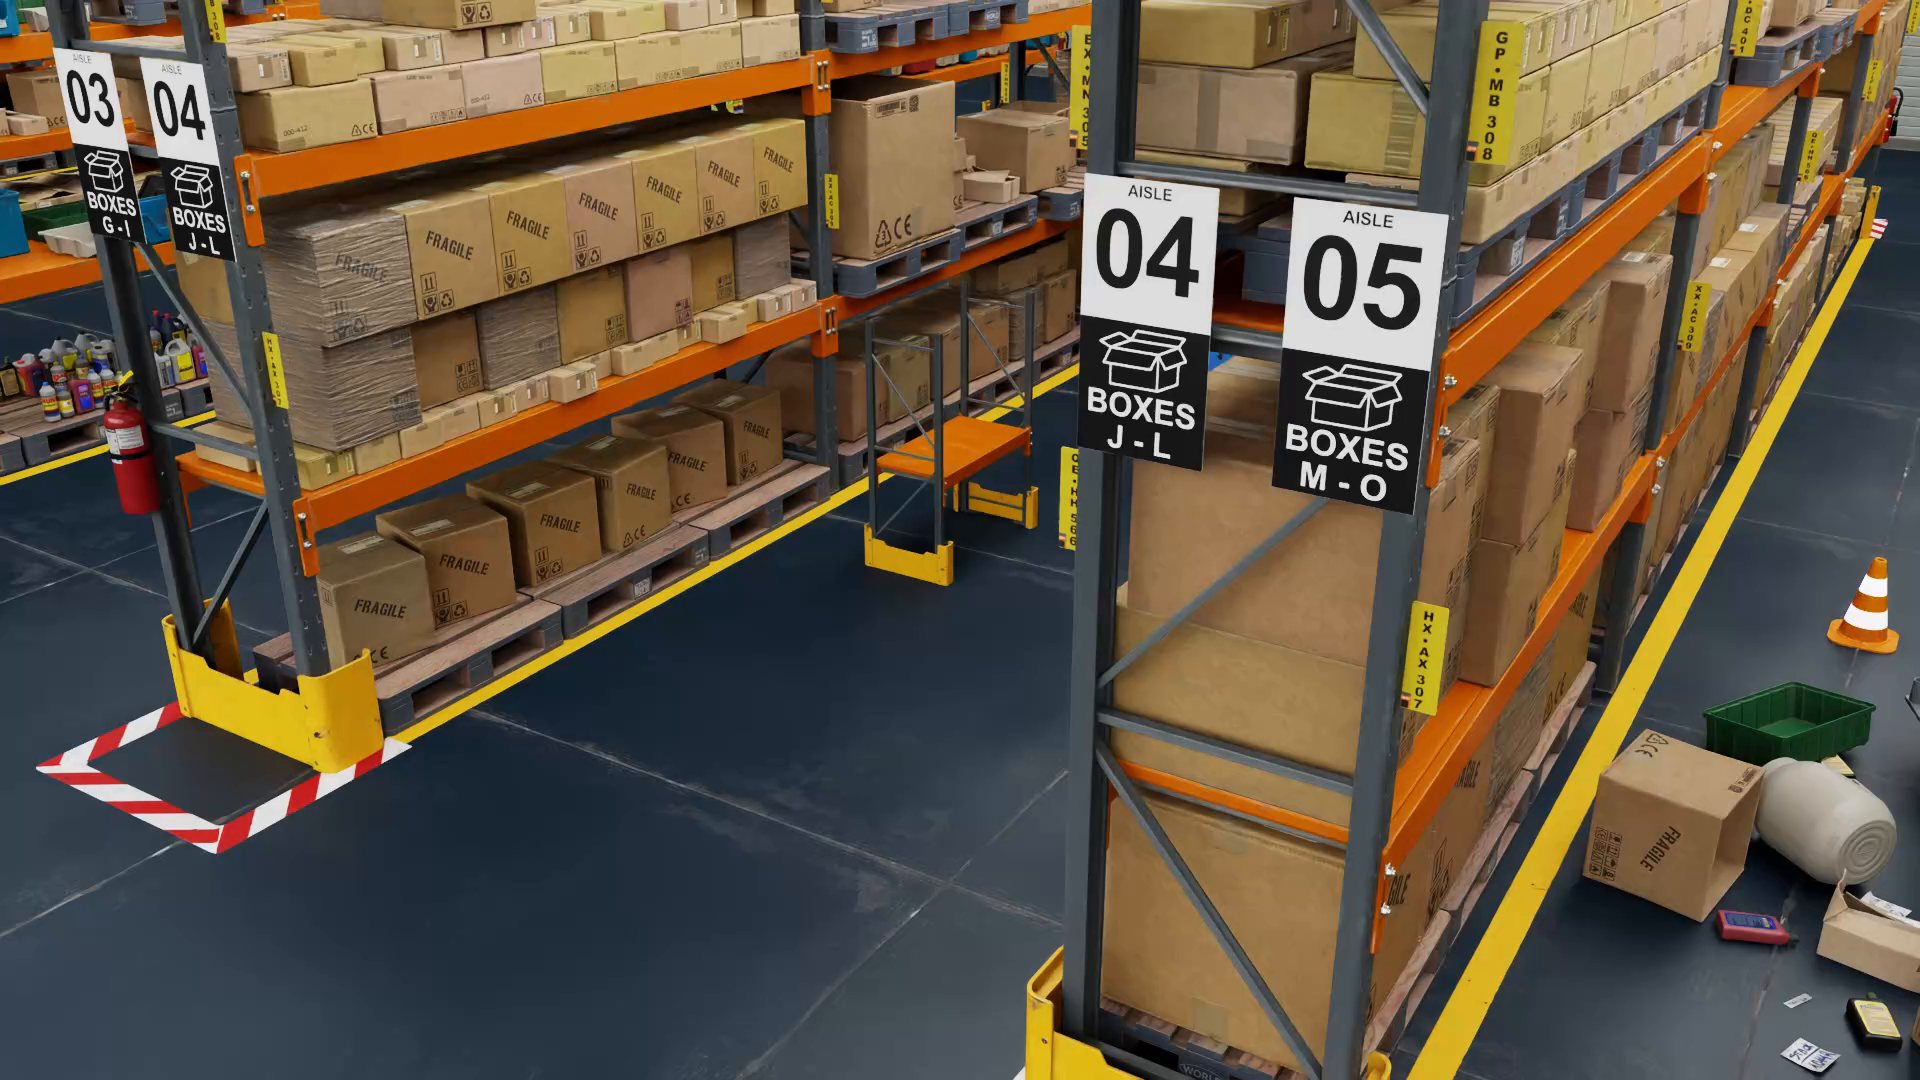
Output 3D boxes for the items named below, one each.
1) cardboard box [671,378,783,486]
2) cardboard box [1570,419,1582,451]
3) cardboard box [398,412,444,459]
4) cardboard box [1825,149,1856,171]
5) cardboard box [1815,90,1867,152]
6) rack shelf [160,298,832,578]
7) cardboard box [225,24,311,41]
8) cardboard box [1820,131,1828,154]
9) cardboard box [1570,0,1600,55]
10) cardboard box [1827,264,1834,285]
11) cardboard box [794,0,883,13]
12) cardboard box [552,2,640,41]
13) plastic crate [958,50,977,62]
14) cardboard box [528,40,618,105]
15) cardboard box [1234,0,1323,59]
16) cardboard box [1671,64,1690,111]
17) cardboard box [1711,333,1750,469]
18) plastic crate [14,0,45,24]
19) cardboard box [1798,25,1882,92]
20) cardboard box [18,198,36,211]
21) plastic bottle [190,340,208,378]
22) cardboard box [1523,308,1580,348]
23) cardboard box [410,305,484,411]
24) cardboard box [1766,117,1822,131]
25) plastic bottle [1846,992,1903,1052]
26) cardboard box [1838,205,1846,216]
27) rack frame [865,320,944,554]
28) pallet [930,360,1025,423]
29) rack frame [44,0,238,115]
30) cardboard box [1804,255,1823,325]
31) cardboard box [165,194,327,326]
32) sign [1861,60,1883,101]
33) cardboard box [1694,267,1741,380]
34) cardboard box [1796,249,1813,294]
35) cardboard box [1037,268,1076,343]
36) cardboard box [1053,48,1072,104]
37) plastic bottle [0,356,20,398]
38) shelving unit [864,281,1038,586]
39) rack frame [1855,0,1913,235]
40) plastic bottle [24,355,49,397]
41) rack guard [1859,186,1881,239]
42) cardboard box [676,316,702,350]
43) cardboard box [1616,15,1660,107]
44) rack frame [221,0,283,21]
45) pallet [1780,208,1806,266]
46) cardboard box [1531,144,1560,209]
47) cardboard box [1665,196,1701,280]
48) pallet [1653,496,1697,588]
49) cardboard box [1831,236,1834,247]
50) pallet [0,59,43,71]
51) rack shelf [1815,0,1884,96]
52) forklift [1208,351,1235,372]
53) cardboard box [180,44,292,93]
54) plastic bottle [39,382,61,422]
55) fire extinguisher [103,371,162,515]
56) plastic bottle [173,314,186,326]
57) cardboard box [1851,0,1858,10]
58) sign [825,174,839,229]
[{"bbox_3d":[-1.497,-0.703,10.717,0.500,0.500,0.500,13,27,27],"label":"cardboard box"},{"bbox_3d":[2.069,-0.305,6.989,0.875,0.550,0.550,14,27,29],"label":"cardboard box"},{"bbox_3d":[-2.716,-0.527,8.007,0.380,0.149,0.250,14,27,29],"label":"cardboard box"},{"bbox_3d":[7.556,-3.323,14.466,0.380,0.149,0.250,15,28,31],"label":"cardboard box"},{"bbox_3d":[7.604,-3.708,14.538,0.500,0.500,0.500,13,27,28],"label":"cardboard box"},{"bbox_3d":[-2.307,-0.779,9.180,1.077,0.370,4.000,14,27,29],"label":"rack shelf"},{"bbox_3d":[-3.192,-2.263,7.612,0.380,0.149,0.250,13,26,27],"label":"cardboard box"},{"bbox_3d":[6.675,-3.184,13.241,0.380,0.149,0.250,13,27,27],"label":"cardboard box"},{"bbox_3d":[1.647,-1.528,4.887,0.380,0.149,0.250,14,27,30],"label":"cardboard box"},{"bbox_3d":[7.734,-2.441,15.172,0.380,0.149,0.250,15,27,30],"label":"cardboard box"},{"bbox_3d":[-0.920,-3.539,10.215,0.797,0.503,0.637,12,26,26],"label":"cardboard box"},{"bbox_3d":[-1.868,-2.659,8.527,0.380,0.149,0.250,15,28,31],"label":"cardboard box"},{"bbox_3d":[0.005,-6.076,20.645,0.416,0.233,0.300,14,27,29],"label":"plastic crate"},{"bbox_3d":[-2.086,-2.369,8.359,0.500,0.250,0.500,15,27,30],"label":"cardboard box"},{"bbox_3d":[0.821,-1.495,4.811,0.380,0.149,0.250,14,27,29],"label":"cardboard box"},{"bbox_3d":[2.586,-1.762,6.430,0.380,0.149,0.250,14,27,29],"label":"cardboard box"},{"bbox_3d":[4.621,-1.034,11.167,1.050,0.750,0.750,13,27,28],"label":"cardboard box"},{"bbox_3d":[-6.523,-3.626,11.341,0.336,0.188,0.450,14,27,29],"label":"plastic crate"},{"bbox_3d":[7.574,-4.153,14.309,0.500,0.500,0.500,15,27,30],"label":"cardboard box"},{"bbox_3d":[-9.236,-3.137,15.947,0.500,0.311,0.500,14,27,29],"label":"cardboard box"},{"bbox_3d":[-5.706,-1.371,12.507,0.061,0.283,0.133,16,28,32],"label":"plastic bottle"},{"bbox_3d":[1.819,-0.614,6.344,0.875,0.550,0.500,14,27,29],"label":"cardboard box"},{"bbox_3d":[-2.886,-0.990,8.262,0.875,0.500,0.500,14,27,29],"label":"cardboard box"},{"bbox_3d":[6.395,-3.145,12.778,0.380,0.149,0.250,13,26,27],"label":"cardboard box"},{"bbox_3d":[3.348,1.759,6.110,0.133,0.061,0.283,5,24,11],"label":"plastic bottle"},{"bbox_3d":[8.333,-3.163,16.092,0.380,0.149,0.250,14,27,29],"label":"cardboard box"},{"bbox_3d":[-0.313,-0.488,9.489,0.500,1.500,0.032,14,27,29],"label":"rack frame"},{"bbox_3d":[-0.199,-1.181,12.713,1.003,0.211,1.213,14,27,29],"label":"pallet"},{"bbox_3d":[-3.362,-3.187,6.285,1.000,3.000,0.127,14,27,29],"label":"rack frame"},{"bbox_3d":[6.952,-2.154,14.067,0.500,0.500,0.500,13,27,28],"label":"cardboard box"},{"bbox_3d":[-3.281,-1.313,7.748,0.500,0.500,0.500,14,27,29],"label":"cardboard box"},{"bbox_3d":[7.602,-3.827,13.857,0.100,0.325,0.005,14,27,29],"label":"sign"},{"bbox_3d":[3.947,-1.216,9.158,0.500,0.500,0.500,14,27,29],"label":"cardboard box"},{"bbox_3d":[6.401,-2.144,13.101,0.500,0.250,0.500,13,26,27],"label":"cardboard box"},{"bbox_3d":[0.522,-1.959,13.592,0.700,0.500,0.500,12,26,26],"label":"cardboard box"},{"bbox_3d":[1.258,-3.884,14.057,0.797,0.503,0.637,15,28,31],"label":"cardboard box"},{"bbox_3d":[-6.927,-1.182,12.071,0.061,0.283,0.133,15,27,30],"label":"plastic bottle"},{"bbox_3d":[-0.040,-0.663,9.893,0.587,1.500,1.083,14,27,29],"label":"shelving unit"},{"bbox_3d":[9.239,-4.761,17.472,1.000,3.000,0.127,14,27,29],"label":"rack frame"},{"bbox_3d":[-6.726,-1.196,12.103,0.061,0.283,0.133,14,27,29],"label":"plastic bottle"},{"bbox_3d":[9.199,-3.588,17.909,1.175,0.500,0.348,14,27,29],"label":"rack guard"},{"bbox_3d":[-1.719,-1.216,9.600,0.380,0.149,0.250,14,27,29],"label":"cardboard box"},{"bbox_3d":[2.069,-1.664,5.702,0.500,0.250,0.500,14,27,29],"label":"cardboard box"},{"bbox_3d":[-5.459,-2.822,12.993,1.000,3.000,0.127,14,27,29],"label":"rack frame"},{"bbox_3d":[5.304,-2.236,11.880,1.213,0.211,1.003,14,27,29],"label":"pallet"},{"bbox_3d":[1.519,-1.080,4.854,0.380,0.149,0.250,14,27,29],"label":"cardboard box"},{"bbox_3d":[3.435,-1.558,8.689,0.700,0.500,0.500,13,27,28],"label":"cardboard box"},{"bbox_3d":[3.895,-0.121,10.263,1.003,0.211,1.213,14,27,29],"label":"pallet"},{"bbox_3d":[8.057,-2.859,15.765,0.380,0.149,0.250,15,28,31],"label":"cardboard box"},{"bbox_3d":[-12.051,-5.897,20.339,1.213,0.211,1.003,14,27,29],"label":"pallet"},{"bbox_3d":[6.074,-3.782,12.341,1.077,0.370,4.000,14,27,29],"label":"rack shelf"},{"bbox_3d":[2.948,-2.016,11.216,3.031,2.935,1.130,-13,27,-27],"label":"forklift"},{"bbox_3d":[-3.020,-1.969,6.935,0.380,0.149,0.250,14,27,29],"label":"cardboard box"},{"bbox_3d":[-6.348,-0.969,11.592,0.097,0.271,0.097,0,23,0],"label":"plastic bottle"},{"bbox_3d":[-3.813,-0.457,7.627,0.296,0.674,0.183,14,27,29],"label":"fire extinguisher"},{"bbox_3d":[-6.147,-1.644,13.146,0.152,0.276,0.135,15,28,31],"label":"plastic bottle"},{"bbox_3d":[6.063,-3.960,11.721,0.500,0.500,0.500,14,27,29],"label":"cardboard box"},{"bbox_3d":[-0.787,-2.070,10.167,0.100,0.325,0.005,14,27,29],"label":"sign"}]
